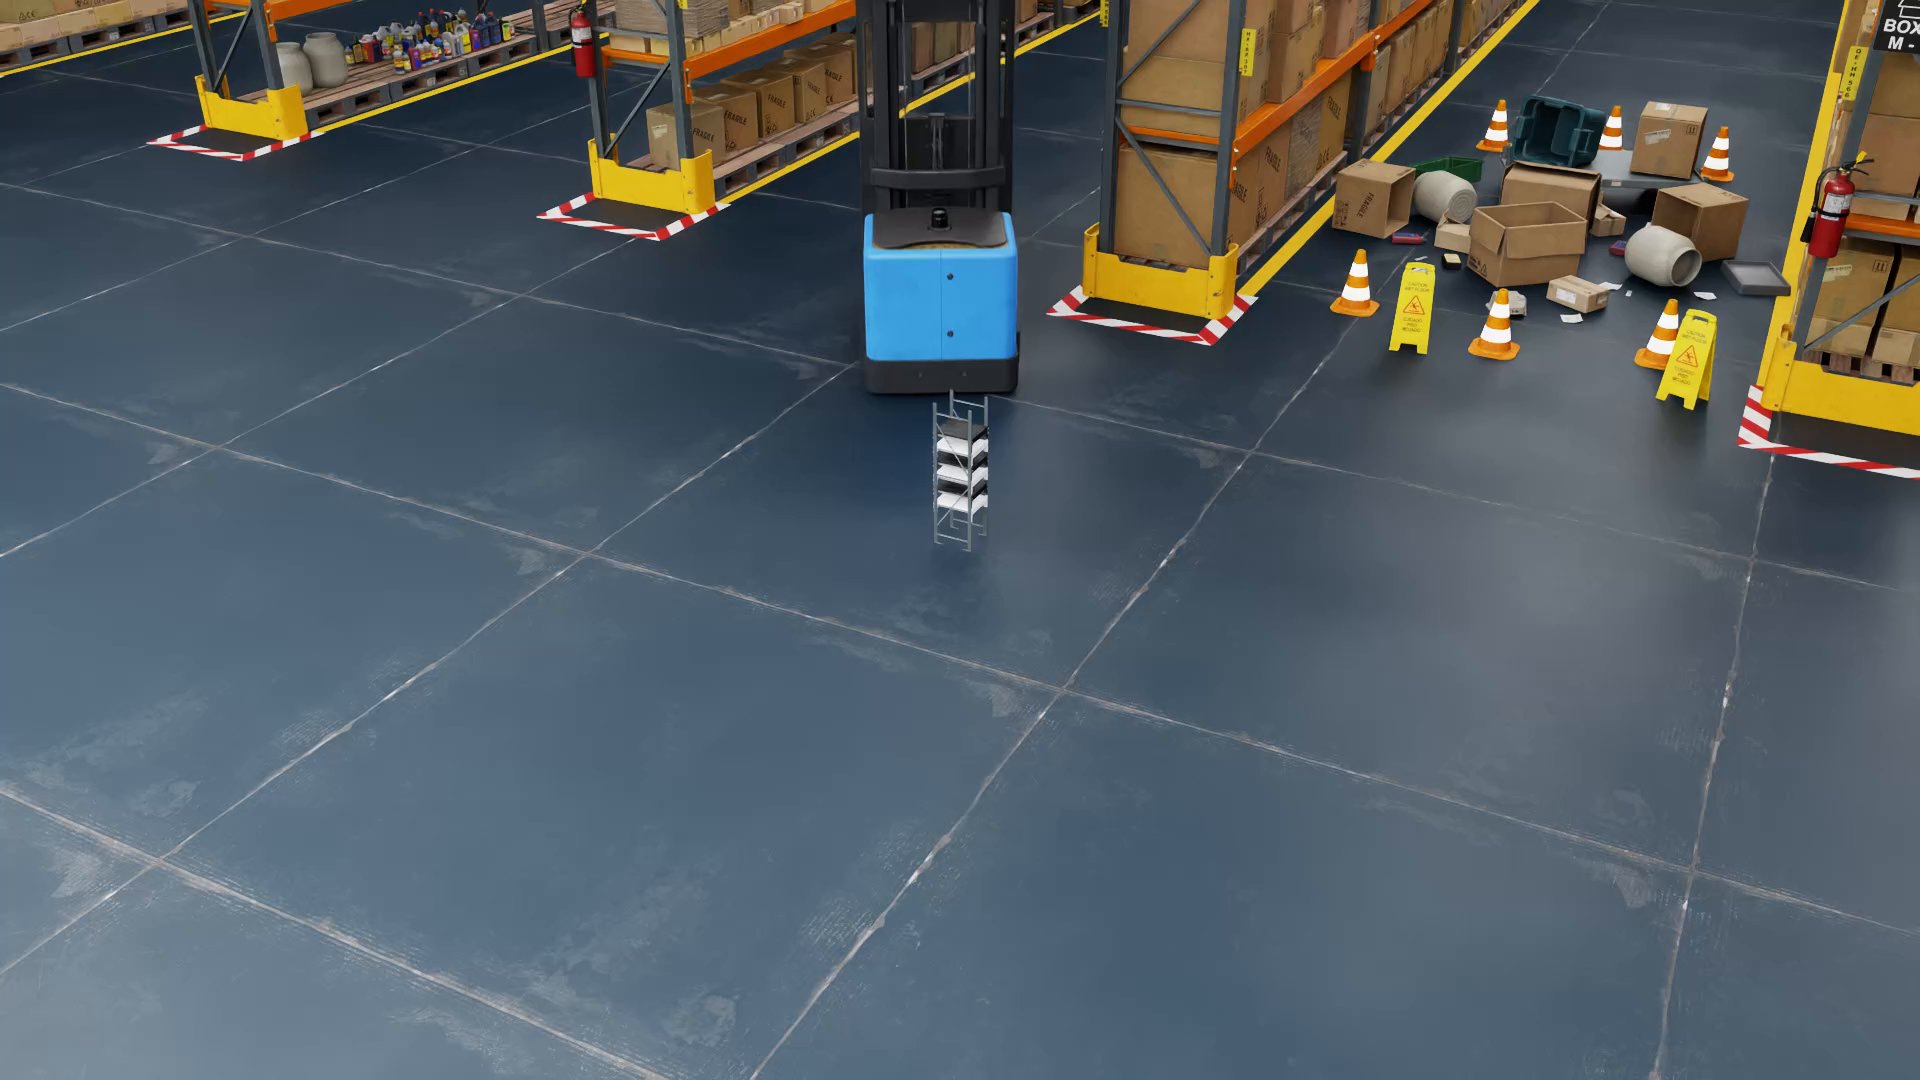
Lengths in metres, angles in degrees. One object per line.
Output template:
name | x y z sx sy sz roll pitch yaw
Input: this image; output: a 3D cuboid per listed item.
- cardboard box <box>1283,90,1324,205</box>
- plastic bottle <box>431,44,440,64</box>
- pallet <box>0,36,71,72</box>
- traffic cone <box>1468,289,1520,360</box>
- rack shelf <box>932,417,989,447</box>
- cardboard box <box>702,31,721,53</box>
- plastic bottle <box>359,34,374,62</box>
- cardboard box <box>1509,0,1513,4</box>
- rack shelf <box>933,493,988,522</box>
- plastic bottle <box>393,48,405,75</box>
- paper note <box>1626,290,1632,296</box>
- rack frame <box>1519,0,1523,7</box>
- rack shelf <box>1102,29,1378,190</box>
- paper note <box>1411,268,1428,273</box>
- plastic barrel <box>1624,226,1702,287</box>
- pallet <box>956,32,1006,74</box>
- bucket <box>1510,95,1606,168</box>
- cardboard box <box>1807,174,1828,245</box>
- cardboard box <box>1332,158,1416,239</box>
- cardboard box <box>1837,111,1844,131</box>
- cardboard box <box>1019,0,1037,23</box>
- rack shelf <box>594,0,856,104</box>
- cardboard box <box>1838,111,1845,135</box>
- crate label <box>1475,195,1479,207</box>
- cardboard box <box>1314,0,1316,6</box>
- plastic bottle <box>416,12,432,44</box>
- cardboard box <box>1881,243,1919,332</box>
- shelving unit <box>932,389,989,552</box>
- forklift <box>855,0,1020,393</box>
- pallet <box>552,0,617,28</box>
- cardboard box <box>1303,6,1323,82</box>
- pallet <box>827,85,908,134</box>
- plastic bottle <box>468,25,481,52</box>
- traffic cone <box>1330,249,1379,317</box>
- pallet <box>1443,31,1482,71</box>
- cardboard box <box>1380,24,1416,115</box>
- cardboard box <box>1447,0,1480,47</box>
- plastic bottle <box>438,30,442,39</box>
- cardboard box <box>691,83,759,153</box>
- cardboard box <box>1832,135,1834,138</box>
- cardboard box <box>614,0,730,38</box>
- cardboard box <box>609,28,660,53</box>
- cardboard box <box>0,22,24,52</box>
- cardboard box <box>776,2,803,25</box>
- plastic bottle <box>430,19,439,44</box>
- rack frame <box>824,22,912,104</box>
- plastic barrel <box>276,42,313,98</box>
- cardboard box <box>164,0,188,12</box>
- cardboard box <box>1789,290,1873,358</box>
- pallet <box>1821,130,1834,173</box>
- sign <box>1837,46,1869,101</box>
cardboard box | 2.619 -3.559 14.648 0.875 0.875 0.875 15 33 24
plastic bottle | -5.876 -5.433 18.567 0.097 0.201 0.097 0 30 0
pallet | -11.323 -5.747 19.545 1.003 0.211 1.213 14 33 23
traffic cone | 3.910 -1.595 12.062 0.336 0.463 0.334 14 33 23
rack shelf | 0.004 -0.599 9.414 0.258 0.077 0.200 14 33 23
cardboard box | -2.344 -4.428 14.702 0.380 0.149 0.250 14 33 23
plastic bottle | -6.640 -5.511 18.628 0.152 0.276 0.135 15 33 24
cardboard box | 6.906 -7.221 21.401 0.500 0.500 0.500 14 33 22
rack shelf | 0.004 -0.209 9.638 0.258 0.077 0.200 14 33 23
plastic bottle | -6.123 -5.223 18.131 0.097 0.271 0.097 0 30 0
paper note | 5.284 -1.949 13.133 0.032 0.001 0.123 14 33 23
rack frame | 7.019 -8.508 21.554 1.000 3.000 0.127 14 33 23
rack shelf | 2.464 -3.763 14.013 1.077 0.370 4.000 14 33 23
paper note | 3.759 -2.192 13.538 0.142 0.017 0.144 -25 38 -36
plastic barrel | 5.598 -2.252 13.247 0.421 0.421 0.512 -12 32 -20
pallet | -0.087 -5.811 19.657 1.003 0.211 1.213 14 33 23
bucket | 5.365 -3.618 14.799 0.620 0.611 0.726 -14 31 -42
cardboard box | 6.847 -2.529 12.728 0.500 0.500 0.500 16 34 26
cardboard box | 3.581 -2.958 14.396 0.500 0.500 0.500 21 36 32
cardboard box | 6.807 -3.143 12.463 0.380 0.149 0.250 14 33 24
cardboard box | 0.540 -6.710 20.491 0.700 0.500 0.500 13 32 21
rack shelf | -1.906 -4.933 16.051 1.077 0.370 4.000 14 33 23
cardboard box | 6.470 -3.028 11.611 0.500 0.500 0.500 14 33 23
crate label | 4.497 -3.060 14.942 0.298 0.136 0.250 -7 31 -11
cardboard box | 2.426 -4.624 13.555 0.875 0.550 0.500 14 33 23
plastic bottle | -6.227 -5.950 19.318 0.144 0.351 0.185 13 32 21
cardboard box | 6.629 -1.731 11.338 0.500 0.500 0.500 13 32 22
shelving unit | 0.004 -0.394 9.532 0.258 0.900 0.210 14 33 23
forklift | -0.178 -2.969 11.976 1.130 2.935 3.031 -1 30 -2
pallet | -4.526 -6.946 21.634 1.003 0.211 1.213 14 33 23
cardboard box | 2.484 -4.141 13.799 0.875 0.550 0.500 14 33 23
pallet | -1.269 -4.617 17.578 1.003 0.211 1.213 14 33 23
plastic bottle | -5.565 -5.751 19.038 0.061 0.283 0.133 17 34 27
traffic cone | 3.059 -2.002 12.771 0.336 0.463 0.334 14 33 23
pallet | 5.554 -5.872 19.763 1.003 0.211 1.213 14 33 23
cardboard box | 4.020 -4.891 17.092 1.050 0.750 0.750 14 33 23
cardboard box | 5.746 -6.089 19.429 0.500 0.500 0.500 13 32 21
plastic bottle | -5.848 -5.642 18.848 0.061 0.283 0.133 14 33 23
cardboard box | -2.276 -4.002 15.796 0.500 0.500 0.500 24 38 36
cardboard box | 8.389 -3.479 15.013 0.950 0.372 0.625 16 34 26
cardboard box | -2.542 -4.768 14.643 0.875 0.500 0.500 14 33 23
cardboard box | -2.871 -4.423 14.692 0.380 0.149 0.250 14 33 23
cardboard box | -11.191 -5.784 19.150 0.500 0.250 0.500 14 33 23
cardboard box | -1.705 -4.965 15.636 0.380 0.149 0.250 14 33 23
plastic bottle | -6.099 -5.908 19.323 0.097 0.271 0.097 0 30 0
rack frame | -0.995 -6.132 17.416 1.000 3.000 0.127 14 33 23
plastic barrel | -6.994 -4.894 17.338 0.421 0.512 0.421 0 30 0
cardboard box | -10.065 -6.896 21.086 0.500 0.250 0.500 14 33 23
cardboard box | 6.145 -1.530 11.742 0.500 0.250 0.500 14 33 23
pallet | 8.735 -3.563 15.742 1.003 0.211 1.213 14 33 23
sign | 5.520 -2.884 10.281 0.100 0.325 0.005 14 33 23
